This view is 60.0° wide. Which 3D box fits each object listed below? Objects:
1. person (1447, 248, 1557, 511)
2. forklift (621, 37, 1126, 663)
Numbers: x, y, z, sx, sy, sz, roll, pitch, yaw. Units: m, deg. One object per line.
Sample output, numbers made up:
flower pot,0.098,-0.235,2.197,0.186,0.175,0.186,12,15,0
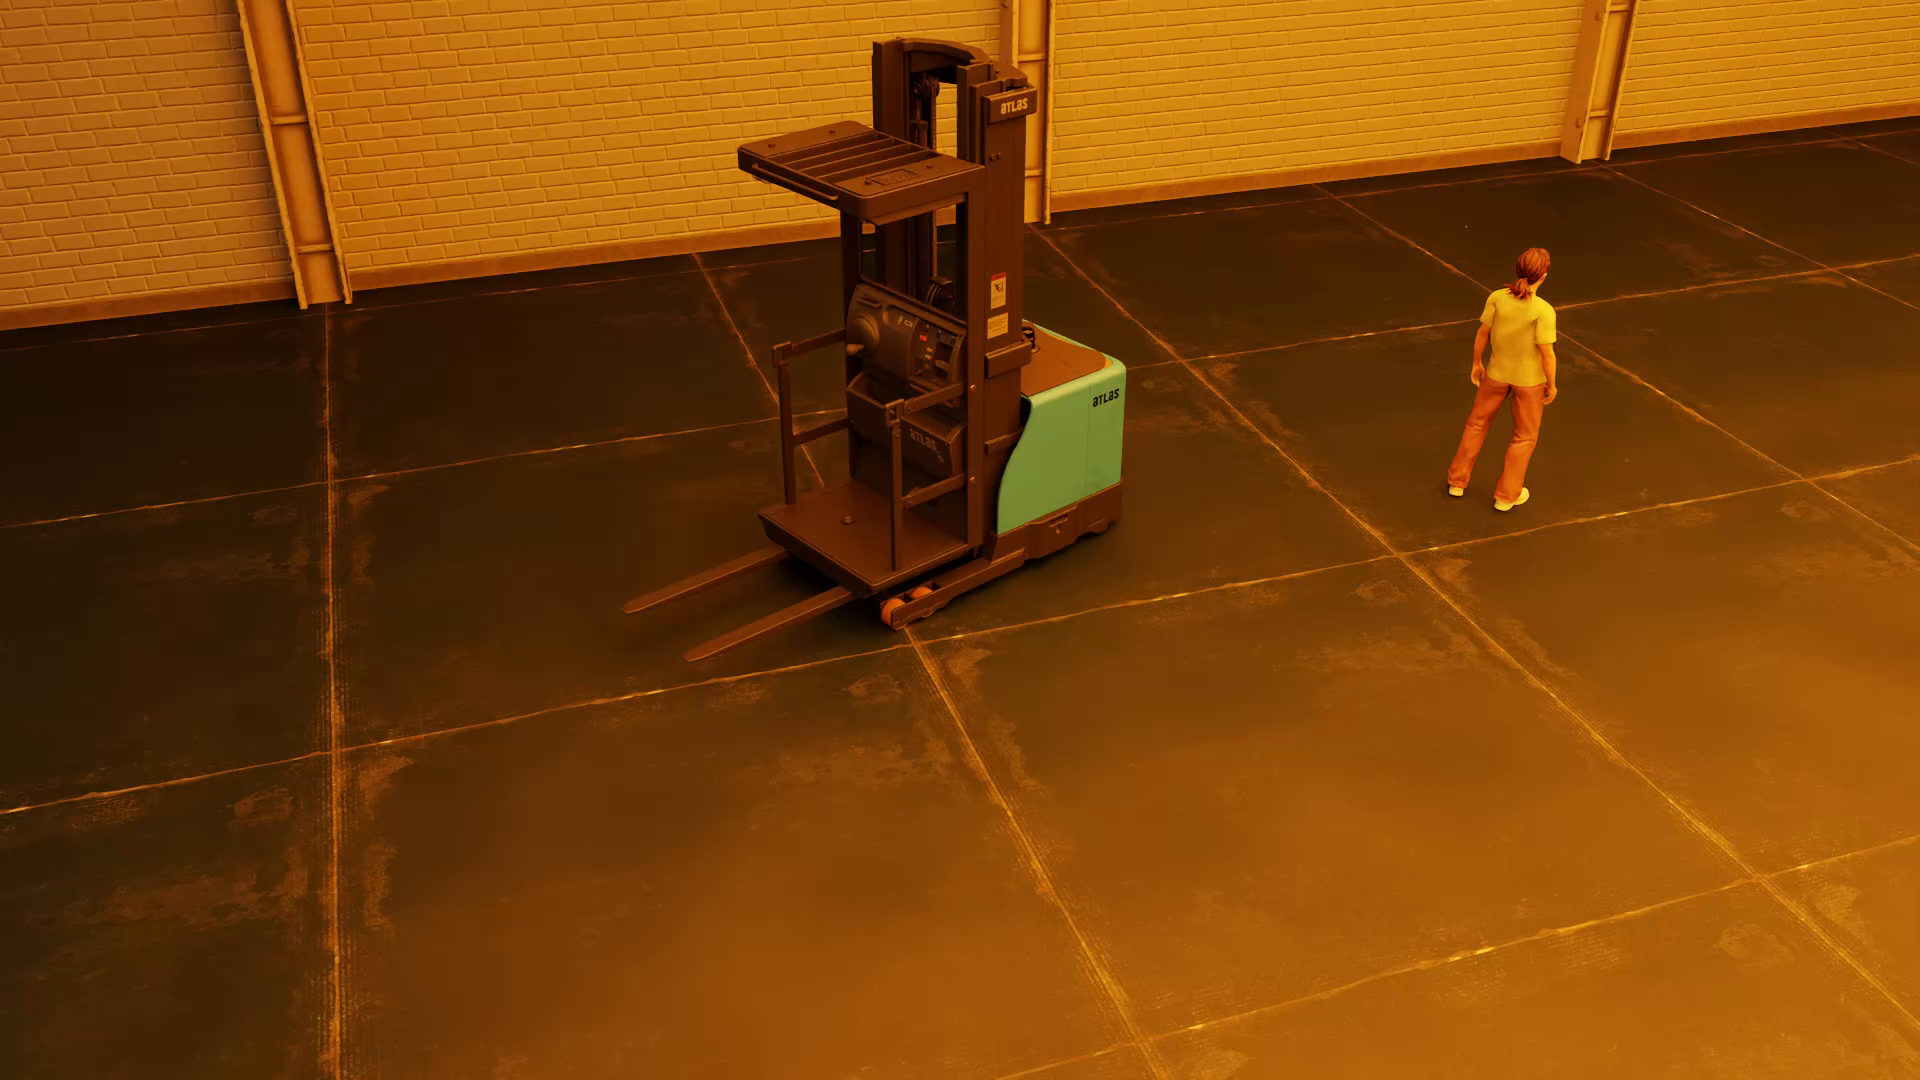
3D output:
person,3.310,-0.980,10.051,0.597,1.674,0.405,20,36,31
forklift,-0.461,-1.072,8.951,3.031,2.935,1.130,-23,37,-34
